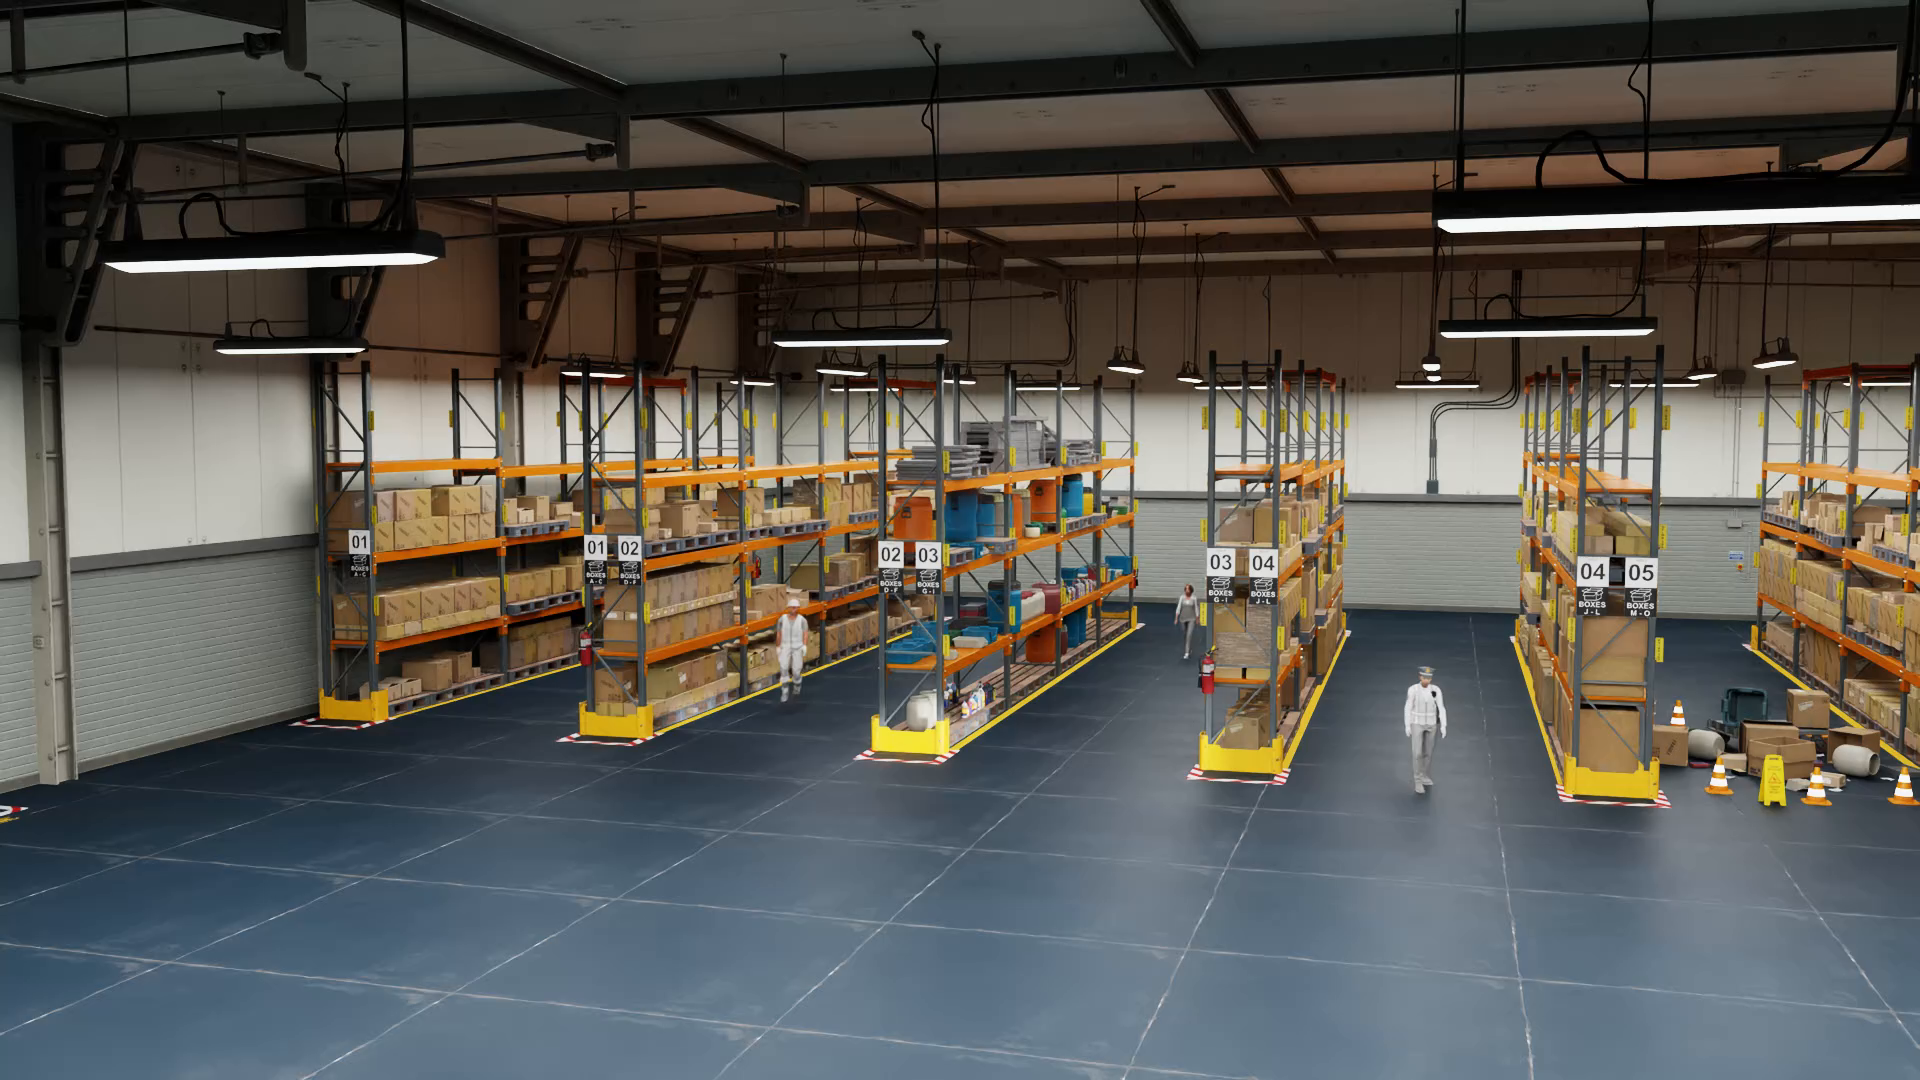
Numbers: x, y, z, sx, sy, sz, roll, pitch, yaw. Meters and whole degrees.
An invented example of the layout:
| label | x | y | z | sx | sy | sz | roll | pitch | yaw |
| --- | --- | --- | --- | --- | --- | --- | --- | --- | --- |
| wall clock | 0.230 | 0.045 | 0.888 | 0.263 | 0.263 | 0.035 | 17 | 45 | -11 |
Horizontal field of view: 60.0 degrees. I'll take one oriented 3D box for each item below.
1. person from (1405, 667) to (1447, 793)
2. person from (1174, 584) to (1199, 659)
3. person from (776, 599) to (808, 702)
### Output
| label | x | y | z | sx | sy | sz | roll | pitch | yaw |
| --- | --- | --- | --- | --- | --- | --- | --- | --- | --- |
| person | 6.347 | 2.562 | 22.675 | 0.532 | 1.690 | 0.628 | 0 | 4 | 4 |
| person | 4.788 | 1.700 | 35.128 | 0.454 | 1.542 | 0.952 | 2 | 4 | 21 |
| person | -2.887 | 1.876 | 28.554 | 0.561 | 1.704 | 0.676 | 0 | 4 | -5 |
